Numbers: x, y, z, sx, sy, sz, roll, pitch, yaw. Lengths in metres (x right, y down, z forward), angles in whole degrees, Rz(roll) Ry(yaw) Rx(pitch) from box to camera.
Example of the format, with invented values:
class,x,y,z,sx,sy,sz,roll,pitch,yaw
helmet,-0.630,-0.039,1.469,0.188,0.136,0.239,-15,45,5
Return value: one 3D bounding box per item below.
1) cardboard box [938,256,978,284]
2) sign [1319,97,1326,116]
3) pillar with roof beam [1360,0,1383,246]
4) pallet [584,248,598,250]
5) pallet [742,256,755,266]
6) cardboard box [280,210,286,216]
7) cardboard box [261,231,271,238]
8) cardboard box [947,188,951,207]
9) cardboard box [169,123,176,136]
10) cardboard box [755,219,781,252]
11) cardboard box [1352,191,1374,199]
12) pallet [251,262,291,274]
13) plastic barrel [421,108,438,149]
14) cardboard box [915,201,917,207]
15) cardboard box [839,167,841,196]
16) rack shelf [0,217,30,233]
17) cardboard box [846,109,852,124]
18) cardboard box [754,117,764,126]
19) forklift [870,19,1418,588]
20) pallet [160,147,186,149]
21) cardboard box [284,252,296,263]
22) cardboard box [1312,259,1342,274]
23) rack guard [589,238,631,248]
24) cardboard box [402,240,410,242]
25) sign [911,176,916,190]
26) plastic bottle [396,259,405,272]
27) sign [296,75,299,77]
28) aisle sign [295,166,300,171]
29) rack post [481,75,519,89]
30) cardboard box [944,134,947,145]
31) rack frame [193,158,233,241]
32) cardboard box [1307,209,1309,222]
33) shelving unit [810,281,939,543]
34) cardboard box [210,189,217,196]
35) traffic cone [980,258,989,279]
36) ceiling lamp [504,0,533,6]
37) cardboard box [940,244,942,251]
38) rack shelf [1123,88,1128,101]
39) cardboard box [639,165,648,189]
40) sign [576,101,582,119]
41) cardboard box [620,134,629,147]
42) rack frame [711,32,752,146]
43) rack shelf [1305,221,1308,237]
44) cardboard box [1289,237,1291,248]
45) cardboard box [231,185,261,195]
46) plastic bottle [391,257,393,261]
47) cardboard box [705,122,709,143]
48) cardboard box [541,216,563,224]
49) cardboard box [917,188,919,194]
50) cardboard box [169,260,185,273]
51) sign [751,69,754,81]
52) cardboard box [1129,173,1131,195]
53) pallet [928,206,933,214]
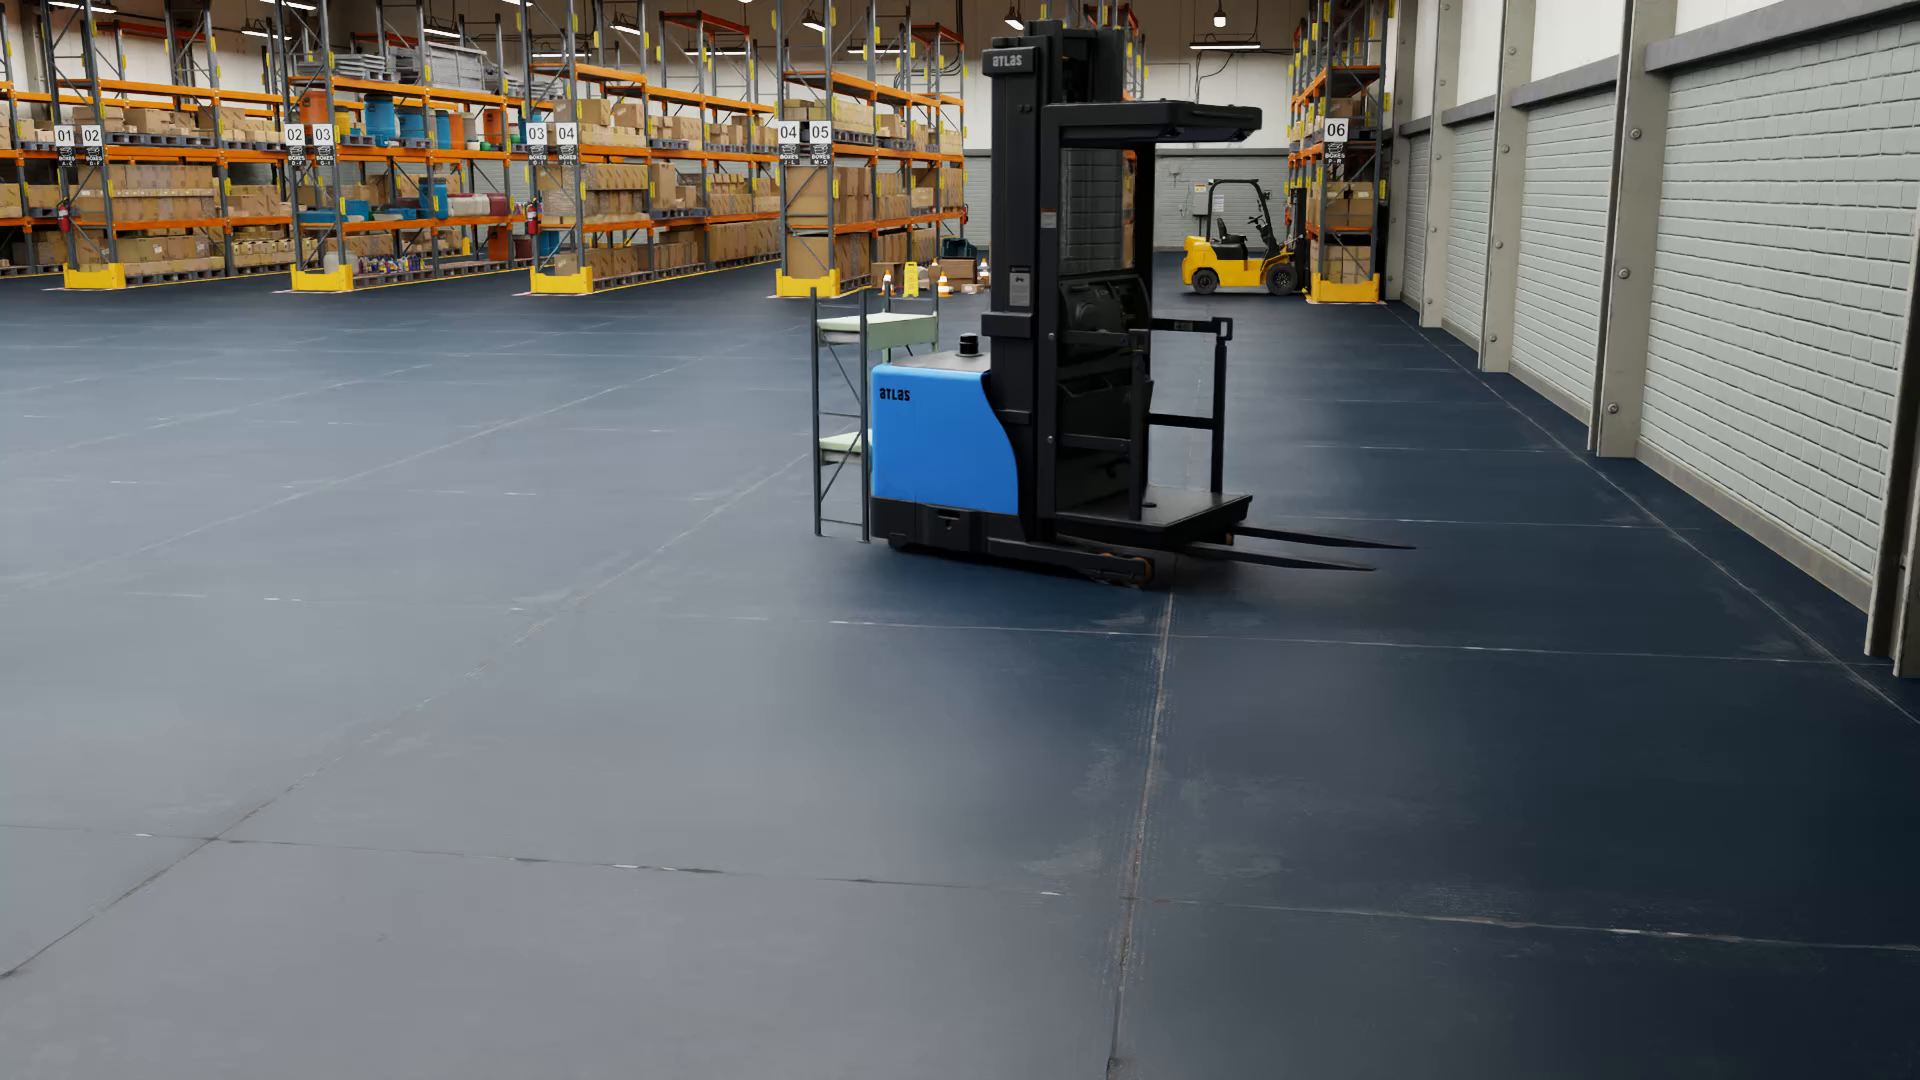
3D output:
class,x,y,z,sx,sy,sz,roll,pitch,yaw
cardboard box,-0.052,-5.435,33.696,0.797,0.637,0.503,2,12,9
sign,6.415,-7.667,29.417,0.100,0.325,0.005,2,12,9
pillar with roof beam,4.616,-10.223,36.071,9.100,9.000,0.548,2,12,9
pallet,-10.346,-8.225,47.658,1.003,0.211,1.213,2,12,9
pallet,-5.946,-7.239,43.084,1.003,0.211,1.213,2,12,9
cardboard box,-16.446,-7.864,39.962,0.380,0.149,0.250,3,12,13
cardboard box,-20.207,-8.594,47.687,0.700,0.500,0.500,2,12,10
cardboard box,-0.510,-9.080,44.062,0.500,0.500,0.500,2,12,7
cardboard box,-17.342,-8.910,35.978,0.500,0.311,0.500,1,12,6
cardboard box,-5.446,-8.440,46.081,0.875,0.875,0.875,2,12,9
cardboard box,7.258,-6.215,29.933,0.380,0.149,0.250,2,12,7
pallet,-16.660,-6.468,39.505,1.003,0.211,1.213,2,12,9
plastic barrel,-12.062,-9.221,37.351,0.600,0.901,0.600,0,12,0
cardboard box,-1.241,-8.088,40.004,0.380,0.149,0.250,2,12,11
cardboard box,-2.774,-6.880,31.880,0.875,0.550,0.550,2,12,9
rack shelf,-22.123,-6.814,36.197,1.077,0.370,4.000,2,12,9
cardboard box,-2.381,-8.181,32.131,0.500,0.250,0.500,2,12,8
cardboard box,-5.608,-11.314,45.000,0.500,0.250,0.500,1,12,7
forklift,0.979,-1.303,9.084,3.031,2.935,1.130,8,15,33
pallet,-20.985,-10.157,43.331,1.003,0.211,1.213,2,12,11
cardboard box,-16.301,-6.786,39.893,0.500,0.250,0.500,2,12,10
cardboard box,6.715,-5.003,30.433,0.500,0.250,0.500,2,12,8
rack guard,-10.190,-8.542,48.443,1.175,0.500,0.348,2,12,9
cardboard box,-15.767,-8.272,46.594,0.500,0.311,0.500,2,12,9
sign,-1.083,-8.300,38.637,0.100,0.325,0.005,2,12,9
plastic bottle,-11.949,-5.860,35.485,0.152,0.276,0.135,2,12,10
sign,-19.436,-13.487,48.810,0.100,0.325,0.005,2,12,9
aisle sign,-19.663,-11.356,49.395,0.394,0.787,0.004,2,12,9
rack post,-11.341,-11.141,40.510,0.954,0.300,0.937,2,12,9
cardboard box,-0.624,-10.417,43.260,0.500,0.250,0.500,2,12,8
rack frame,-20.585,-9.247,45.781,1.000,3.000,0.127,2,12,9
cardboard box,7.384,-6.659,34.129,0.500,0.250,0.500,2,12,10
shelving unit,-0.509,-0.802,10.156,0.431,1.500,0.755,8,15,33
cardboard box,-16.751,-7.724,36.938,0.380,0.149,0.250,2,12,9
traffic cone,0.523,-5.935,36.435,0.336,0.463,0.334,2,12,9
ceiling lamp,-9.282,-12.928,34.766,0.800,3.185,2.000,2,12,9
cardboard box,-0.645,-7.606,43.230,0.380,0.149,0.250,2,12,11
rack shelf,2.967,-9.581,35.747,1.077,0.370,4.000,2,12,9
cardboard box,-6.930,-7.681,35.196,0.500,0.500,0.500,2,12,9
sign,-7.212,-8.144,31.466,0.100,0.325,0.005,2,12,9
cardboard box,-7.109,-8.175,34.043,0.500,0.250,0.500,2,12,8
rack frame,-5.902,-11.698,42.915,1.000,3.000,0.127,2,12,9
rack shelf,7.872,-6.684,35.594,1.077,0.370,4.000,2,12,9
cardboard box,8.893,-7.583,42.998,0.700,0.500,0.500,1,12,7
cardboard box,-20.368,-9.658,46.975,0.980,0.700,0.700,2,12,7
plastic bottle,-12.509,-6.090,36.563,0.097,0.271,0.097,0,12,0
cardboard box,-6.495,-9.784,39.912,0.797,0.503,0.637,3,12,12
cardboard box,-7.908,-6.211,32.288,0.380,0.149,0.250,2,12,9
cardboard box,-1.208,-8.433,40.190,0.380,0.149,0.250,2,12,11
cardboard box,-17.001,-5.867,35.627,0.500,0.250,0.500,2,12,9
sign,-5.834,-13.084,46.753,0.100,0.325,0.005,2,12,9
cardboard box,3.835,-8.560,39.982,0.500,0.500,0.500,2,12,10
pallet,-1.278,-8.336,42.007,1.003,0.211,1.213,2,12,9
